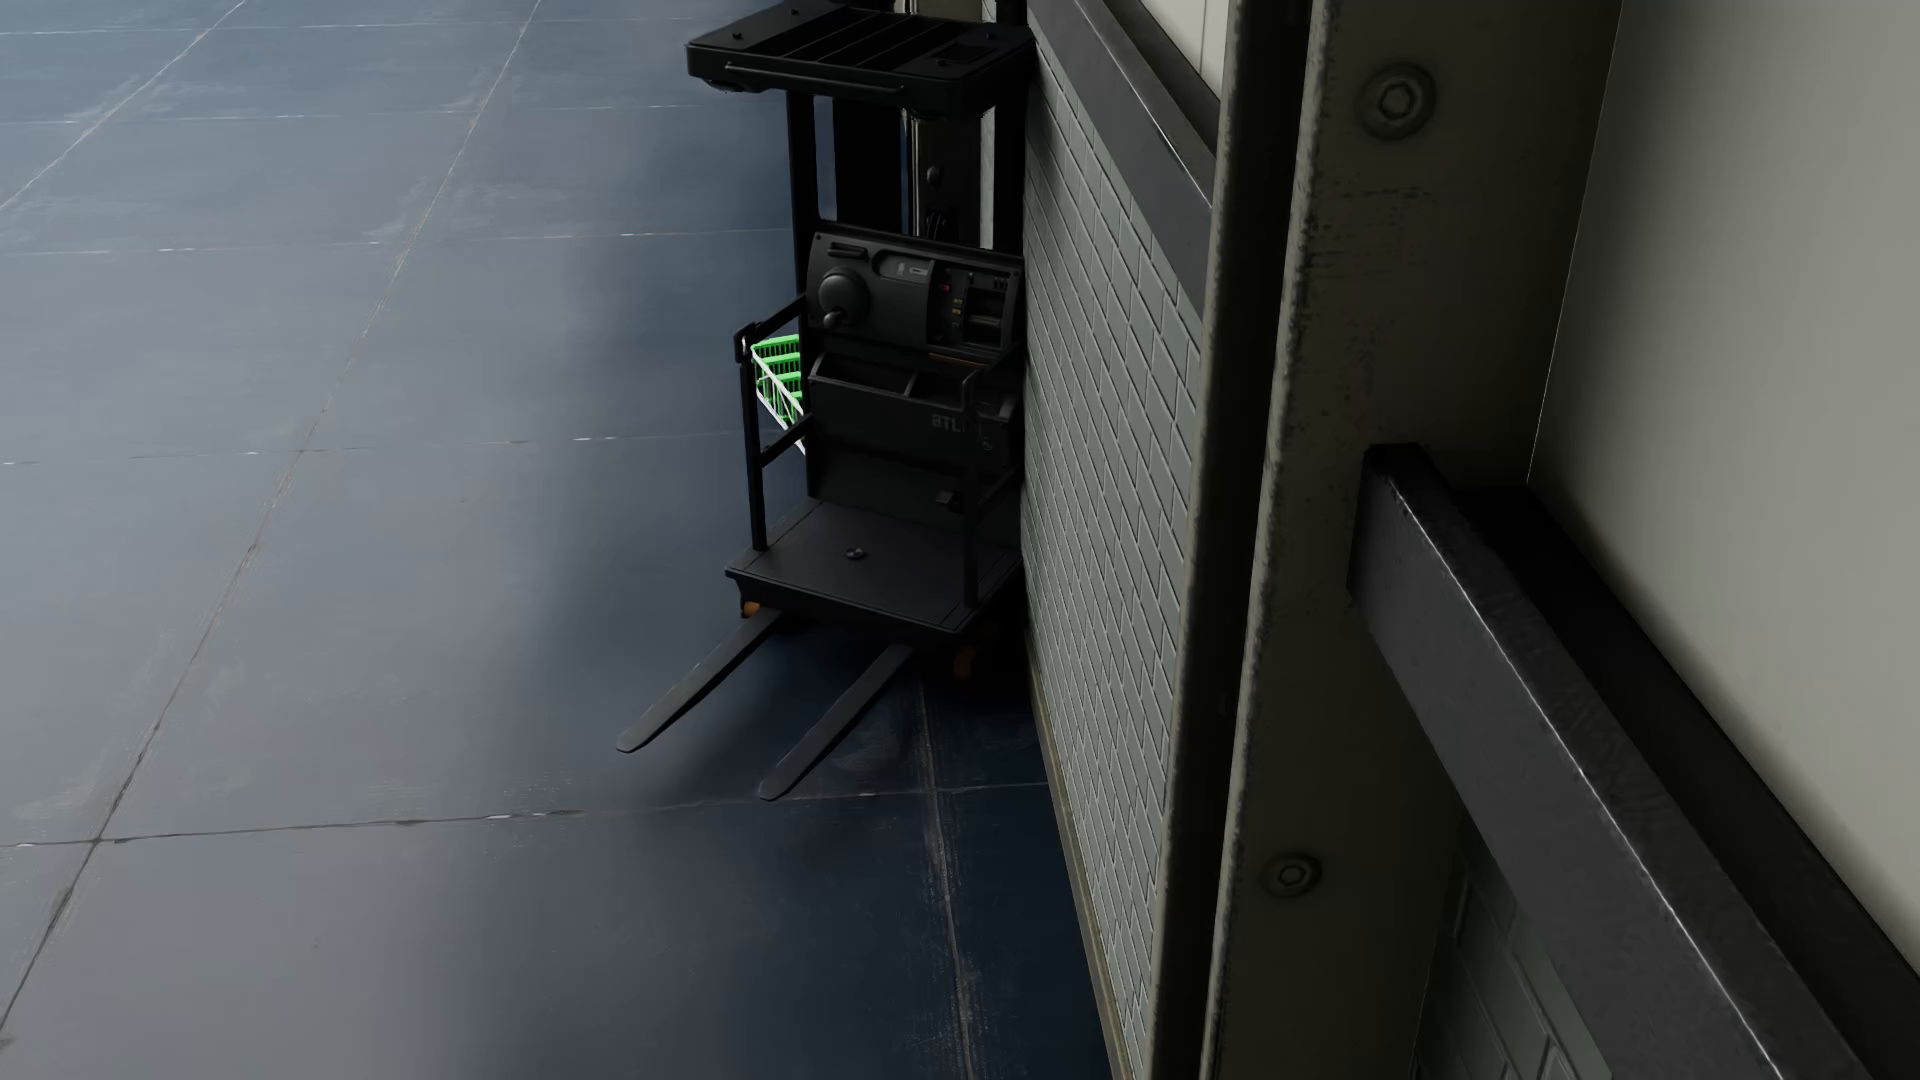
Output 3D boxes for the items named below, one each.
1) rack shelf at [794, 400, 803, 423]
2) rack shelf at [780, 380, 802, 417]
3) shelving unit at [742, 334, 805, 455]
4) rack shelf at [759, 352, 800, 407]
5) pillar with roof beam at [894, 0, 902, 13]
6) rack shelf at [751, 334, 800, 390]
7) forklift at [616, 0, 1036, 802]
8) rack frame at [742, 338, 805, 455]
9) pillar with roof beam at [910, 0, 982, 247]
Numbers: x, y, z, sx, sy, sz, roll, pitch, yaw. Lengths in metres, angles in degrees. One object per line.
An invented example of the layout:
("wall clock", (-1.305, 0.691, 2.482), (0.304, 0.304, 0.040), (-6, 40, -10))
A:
("rack shelf", (-0.640, -0.679, 8.602), (0.442, 0.199, 0.029), (-13, 32, -21))
("rack shelf", (-0.738, -0.787, 8.793), (0.442, 0.199, 0.029), (-13, 32, -21))
("shelving unit", (-0.752, -0.803, 8.821), (0.503, 0.258, 1.200), (-13, 32, -21))
("rack shelf", (-0.823, -0.883, 8.961), (0.480, 0.258, 0.148), (-13, 32, -21))
("pillar with roof beam", (-4.911, -7.335, 11.255), (9.100, 9.000, 0.400), (-3, 31, -5))
("rack shelf", (-0.921, -0.991, 9.151), (0.480, 0.258, 0.148), (-13, 32, -21))
("forklift", (-0.282, -0.928, 6.446), (1.130, 2.935, 3.031), (14, 34, 22))
("rack frame", (-0.975, -0.753, 8.735), (0.015, 0.240, 1.200), (-13, 32, -21))
("pillar with roof beam", (-4.351, -4.272, 6.127), (9.100, 9.000, 0.400), (-3, 31, -5))
